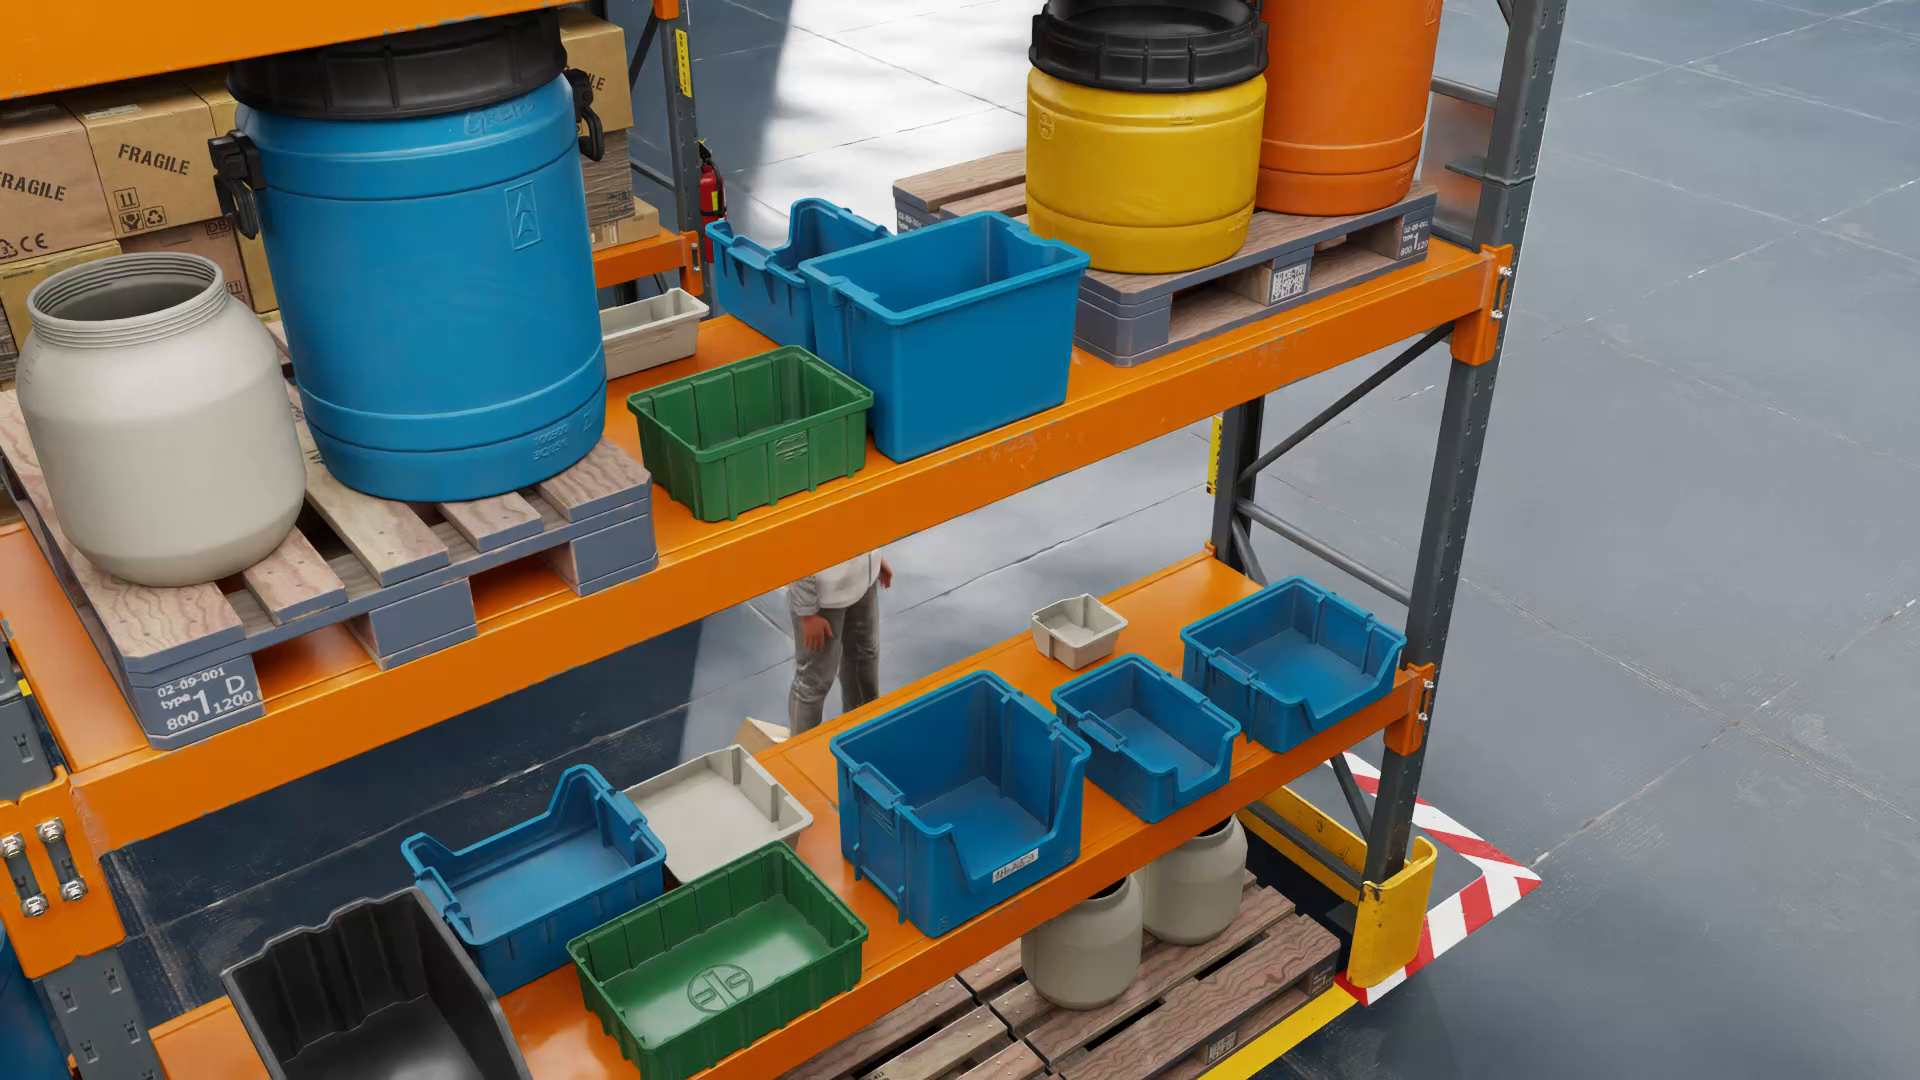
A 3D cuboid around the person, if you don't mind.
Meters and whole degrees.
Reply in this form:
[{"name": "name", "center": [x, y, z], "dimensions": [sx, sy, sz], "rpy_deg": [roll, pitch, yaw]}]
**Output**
[{"name": "person", "center": [-0.478, 0.192, 6.752], "dimensions": [0.460, 1.781, 0.585], "rpy_deg": [14, 35, 22]}]
